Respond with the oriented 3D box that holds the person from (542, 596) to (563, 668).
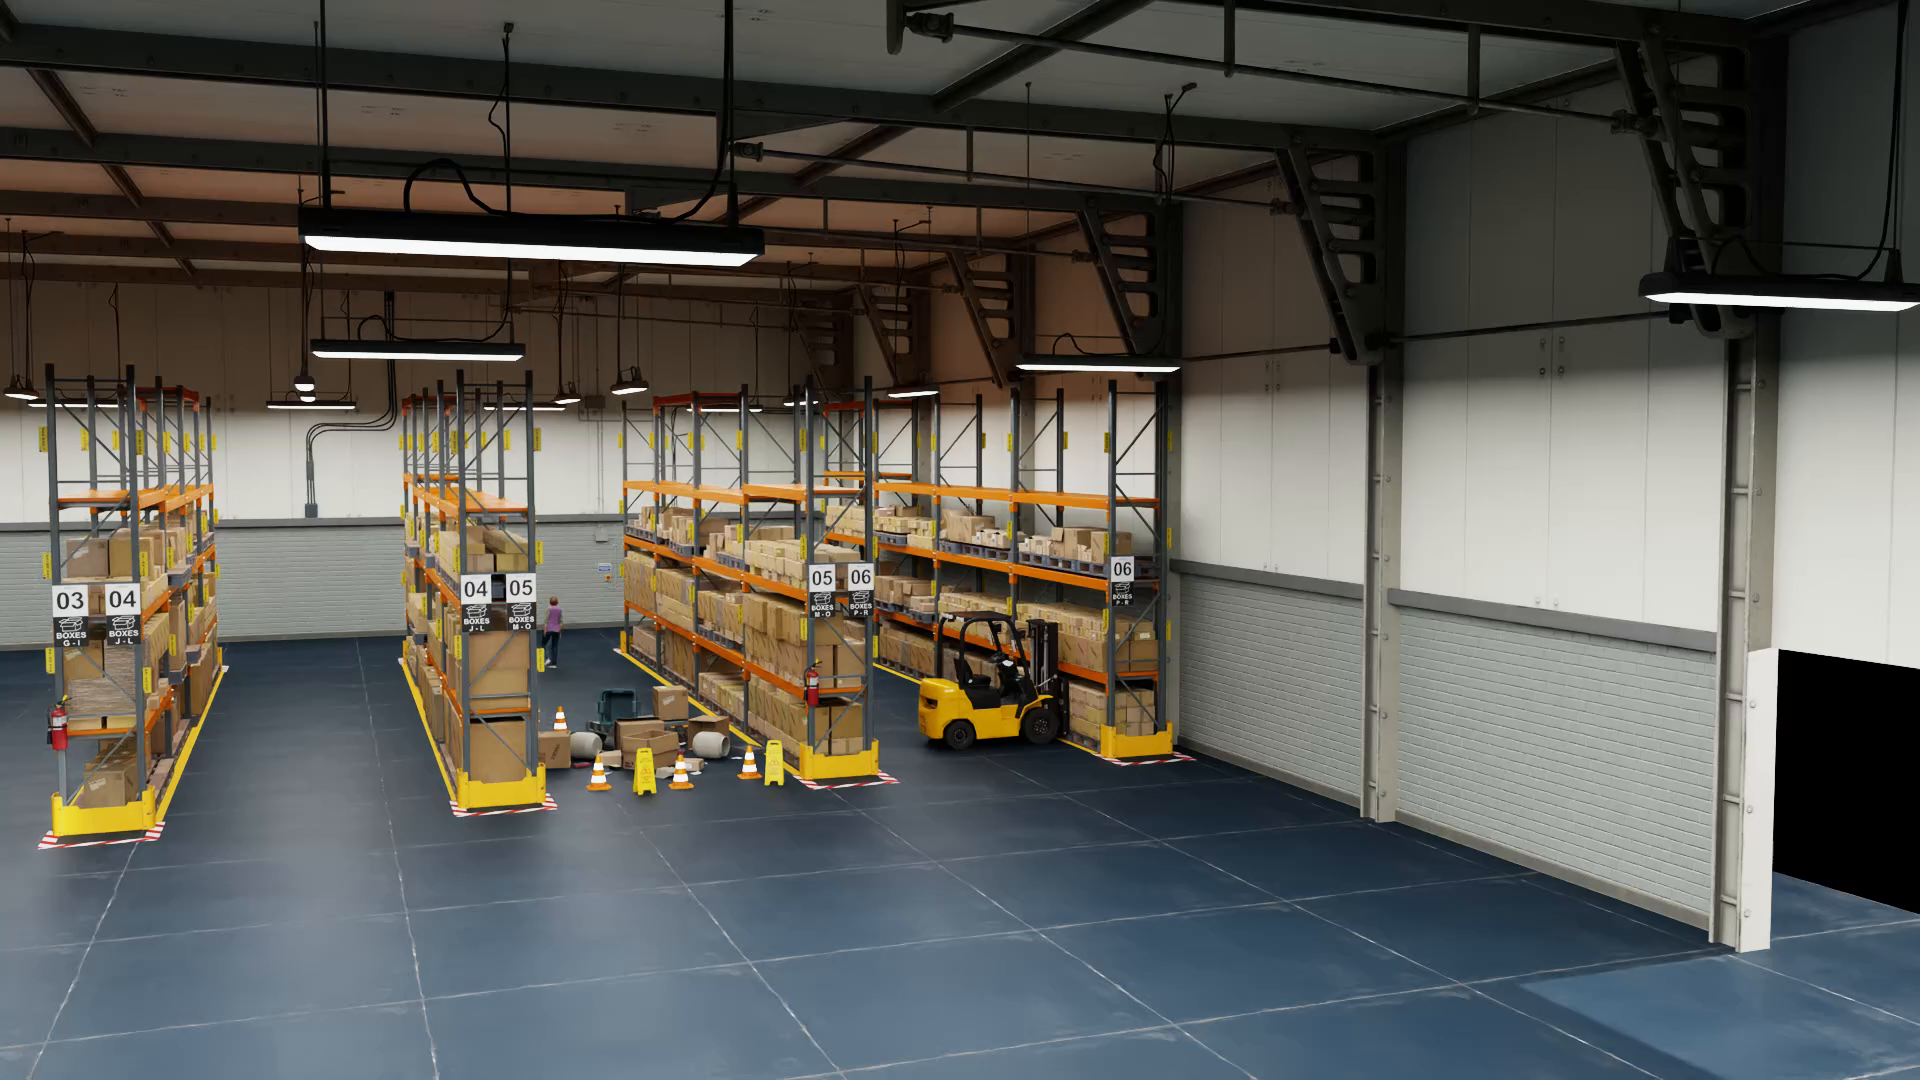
[{"bbox_3d":[-9.059,2.059,36.897,0.508,1.562,0.376,-2,4,-31],"label":"person"}]
